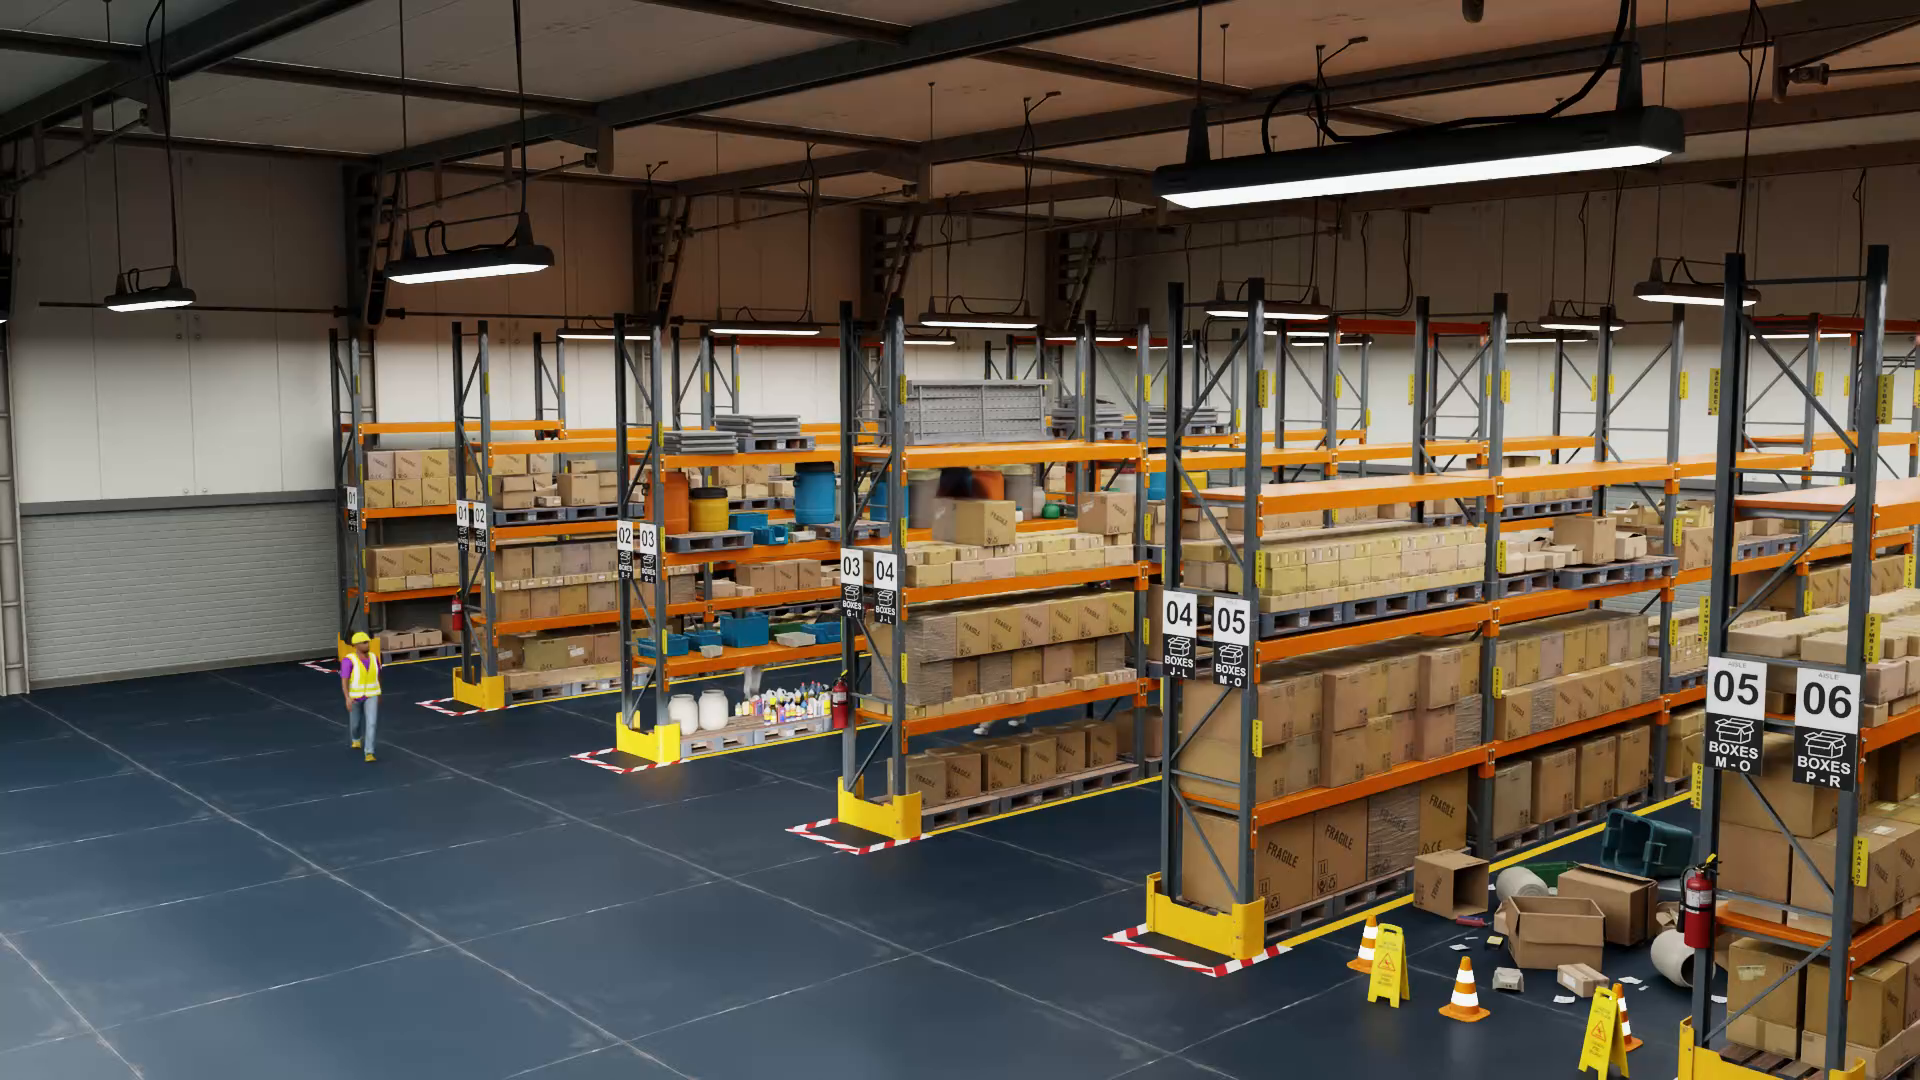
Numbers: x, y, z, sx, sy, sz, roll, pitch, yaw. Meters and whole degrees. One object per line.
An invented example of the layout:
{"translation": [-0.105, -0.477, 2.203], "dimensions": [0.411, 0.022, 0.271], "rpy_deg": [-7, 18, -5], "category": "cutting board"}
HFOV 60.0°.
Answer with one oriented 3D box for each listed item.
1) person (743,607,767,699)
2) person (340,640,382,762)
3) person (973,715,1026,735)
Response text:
{"translation": [-3.159, 1.837, 25.598], "dimensions": [0.401, 1.591, 0.491], "rpy_deg": [5, 7, 41], "category": "person"}
{"translation": [-8.075, 2.115, 22.444], "dimensions": [0.524, 1.684, 0.982], "rpy_deg": [-2, 6, -20], "category": "person"}
{"translation": [0.569, 1.978, 24.079], "dimensions": [1.037, 1.611, 0.437], "rpy_deg": [-3, 7, -31], "category": "person"}
